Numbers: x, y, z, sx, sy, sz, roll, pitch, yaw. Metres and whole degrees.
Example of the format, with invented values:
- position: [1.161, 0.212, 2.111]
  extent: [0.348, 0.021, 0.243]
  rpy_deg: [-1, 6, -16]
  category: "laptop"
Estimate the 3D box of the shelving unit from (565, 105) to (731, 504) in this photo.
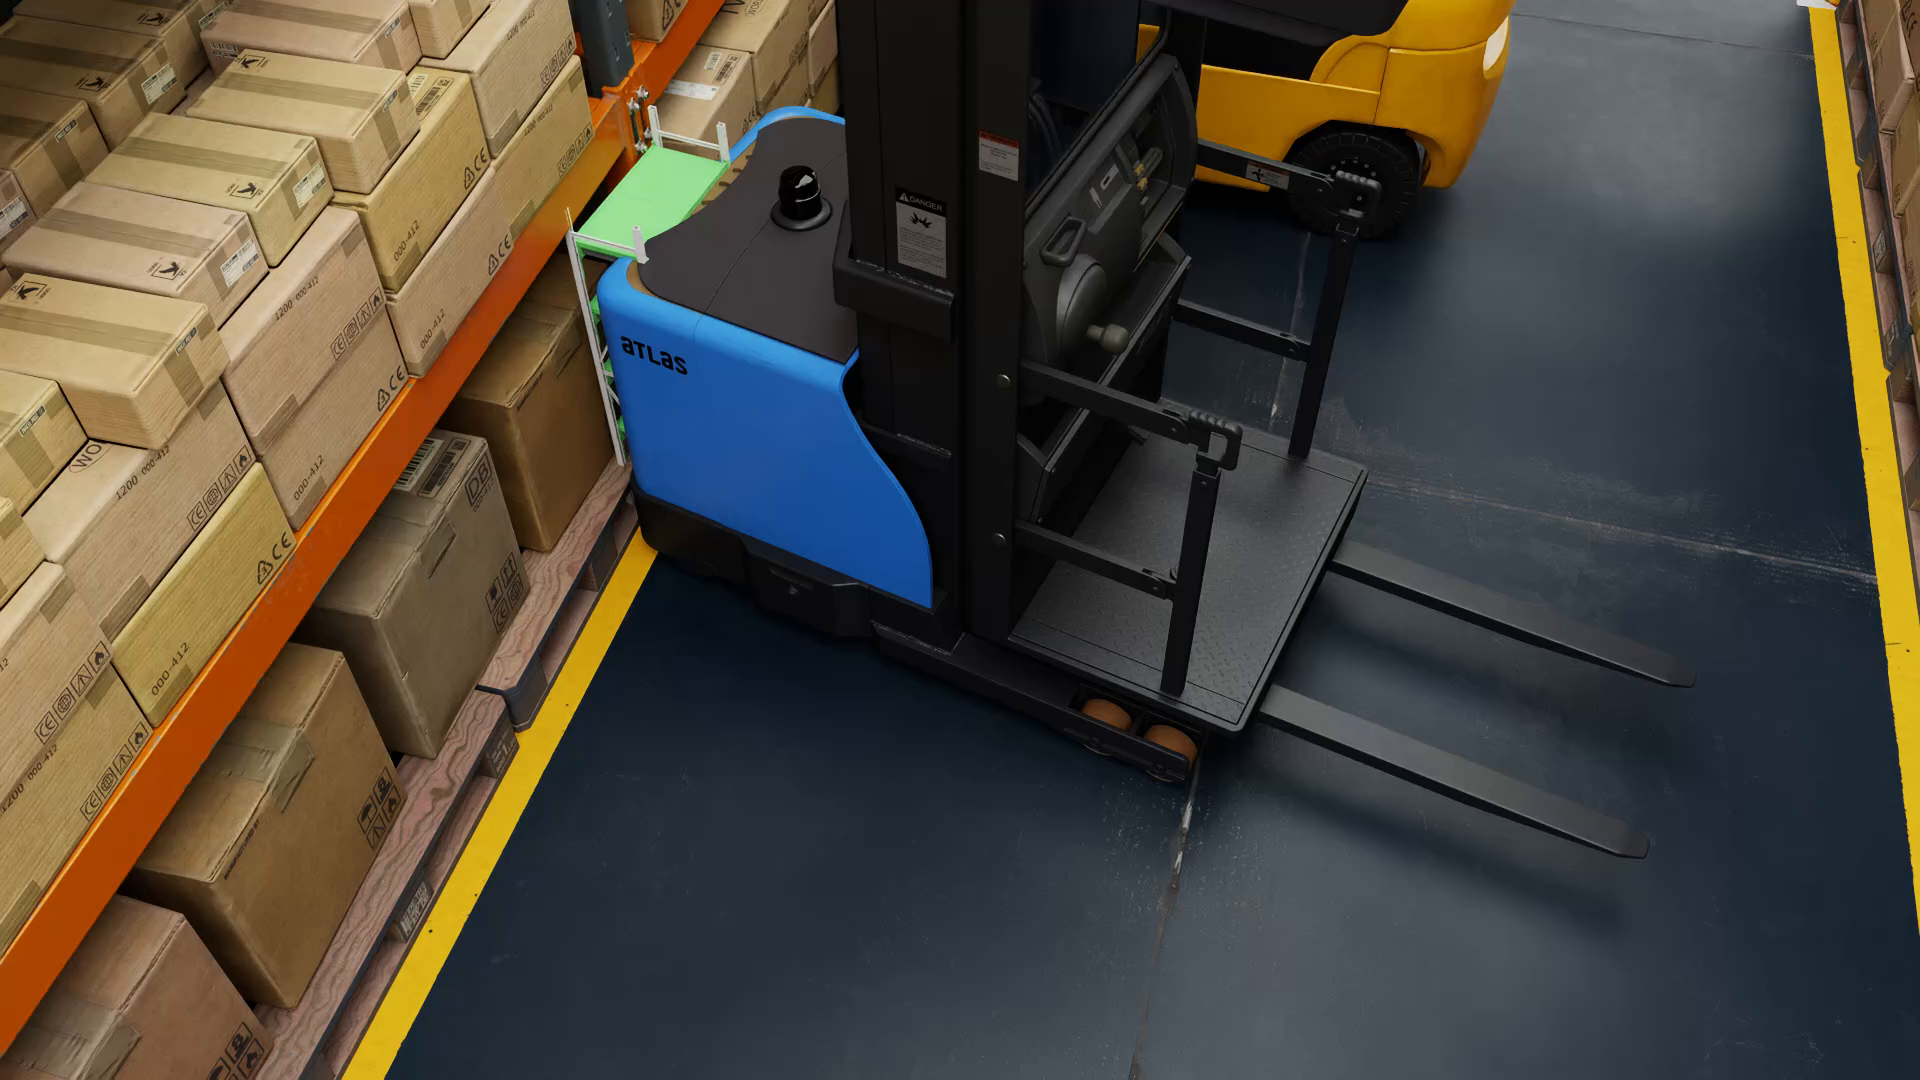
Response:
- position: [-0.862, -0.635, 5.003]
  extent: [0.258, 1.200, 0.503]
  rpy_deg: [17, 52, 14]
  category: "shelving unit"

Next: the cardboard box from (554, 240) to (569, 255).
- position: [-1.476, -1.129, 5.800]
  extent: [0.500, 0.250, 0.500]
  rpy_deg: [12, 50, 10]
  category: "cardboard box"

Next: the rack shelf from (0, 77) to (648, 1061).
- position: [-1.935, 0.175, 3.574]
  extent: [1.077, 0.370, 4.000]
  rpy_deg: [12, 50, 10]
  category: "rack shelf"

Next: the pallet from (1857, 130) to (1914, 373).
- position: [3.843, -0.988, 5.981]
  extent: [1.003, 0.211, 1.213]
  rpy_deg: [12, 50, 10]
  category: "pallet"

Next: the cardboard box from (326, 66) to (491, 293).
- position: [-1.420, -0.846, 3.762]
  extent: [0.500, 0.250, 0.500]
  rpy_deg: [10, 49, 9]
  category: "cardboard box"

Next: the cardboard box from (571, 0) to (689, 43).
- position: [-1.040, -1.812, 4.782]
  extent: [0.500, 0.500, 0.500]
  rpy_deg: [10, 49, 9]
  category: "cardboard box"

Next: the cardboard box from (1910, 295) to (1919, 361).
- position: [3.408, -0.629, 5.359]
  extent: [0.500, 0.250, 0.500]
  rpy_deg: [10, 49, 9]
  category: "cardboard box"

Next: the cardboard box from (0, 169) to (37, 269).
- position: [-2.095, -0.633, 3.309]
  extent: [0.380, 0.149, 0.250]
  rpy_deg: [11, 50, 10]
  category: "cardboard box"

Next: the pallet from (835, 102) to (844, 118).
- position: [-0.840, -2.039, 6.908]
  extent: [1.003, 0.211, 1.213]
  rpy_deg: [12, 50, 10]
  category: "pallet"

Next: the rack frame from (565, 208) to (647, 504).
- position: [-0.952, -0.462, 4.856]
  extent: [0.240, 1.200, 0.015]
  rpy_deg: [17, 52, 14]
  category: "rack frame"

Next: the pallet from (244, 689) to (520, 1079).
- position: [-1.884, 0.839, 4.368]
  extent: [1.003, 0.211, 1.213]
  rpy_deg: [12, 50, 10]
  category: "pallet"

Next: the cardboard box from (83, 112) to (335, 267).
- position: [-1.521, -0.716, 3.382]
  extent: [0.380, 0.149, 0.250]
  rpy_deg: [10, 49, 9]
  category: "cardboard box"

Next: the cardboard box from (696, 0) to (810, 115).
- position: [-0.834, -1.725, 5.659]
  extent: [0.500, 0.250, 0.500]
  rpy_deg: [12, 50, 10]
  category: "cardboard box"

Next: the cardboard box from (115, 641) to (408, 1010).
- position: [-1.943, 0.621, 4.005]
  extent: [0.875, 0.625, 0.625]
  rpy_deg: [10, 49, 8]
  category: "cardboard box"

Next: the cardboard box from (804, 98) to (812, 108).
- position: [-0.843, -1.393, 6.033]
  extent: [0.500, 0.250, 0.500]
  rpy_deg: [11, 49, 9]
  category: "cardboard box"

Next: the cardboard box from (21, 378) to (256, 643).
- position: [-1.711, -0.116, 3.118]
  extent: [0.500, 0.250, 0.500]
  rpy_deg: [12, 50, 11]
  category: "cardboard box"

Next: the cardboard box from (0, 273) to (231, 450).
- position: [-1.587, -0.329, 3.040]
  extent: [0.380, 0.149, 0.250]
  rpy_deg: [10, 49, 9]
  category: "cardboard box"

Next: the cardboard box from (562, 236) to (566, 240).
- position: [-1.478, -1.296, 5.614]
  extent: [0.500, 0.250, 0.500]
  rpy_deg: [11, 49, 9]
  category: "cardboard box"

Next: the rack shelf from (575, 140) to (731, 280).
- position: [-0.863, -0.905, 4.687]
  extent: [0.258, 0.148, 0.480]
  rpy_deg: [17, 52, 14]
  category: "rack shelf"

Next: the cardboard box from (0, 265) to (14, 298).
- position: [-2.078, -0.578, 3.526]
  extent: [0.500, 0.250, 0.500]
  rpy_deg: [10, 49, 9]
  category: "cardboard box"

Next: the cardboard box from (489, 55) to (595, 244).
- position: [-1.289, -1.043, 4.270]
  extent: [0.500, 0.250, 0.500]
  rpy_deg: [13, 50, 11]
  category: "cardboard box"

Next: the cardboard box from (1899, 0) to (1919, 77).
- position: [3.815, -1.978, 6.048]
  extent: [0.500, 0.500, 0.500]
  rpy_deg: [10, 49, 9]
  category: "cardboard box"

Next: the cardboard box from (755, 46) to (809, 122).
- position: [-0.853, -1.557, 5.844]
  extent: [0.500, 0.250, 0.500]
  rpy_deg: [11, 50, 10]
  category: "cardboard box"

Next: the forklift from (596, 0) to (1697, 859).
- position: [0.555, -0.754, 3.961]
  extent: [3.031, 2.935, 1.130]
  rpy_deg: [21, 52, 18]
  category: "forklift"

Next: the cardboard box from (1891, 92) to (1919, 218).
- position: [3.682, -1.361, 6.004]
  extent: [0.500, 0.250, 0.500]
  rpy_deg: [15, 50, 13]
  category: "cardboard box"

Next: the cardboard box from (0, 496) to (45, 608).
- position: [-1.764, 0.028, 2.725]
  extent: [0.380, 0.149, 0.250]
  rpy_deg: [13, 50, 11]
  category: "cardboard box"

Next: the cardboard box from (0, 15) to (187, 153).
- position: [-1.943, -0.992, 3.625]
  extent: [0.380, 0.149, 0.250]
  rpy_deg: [11, 50, 10]
  category: "cardboard box"

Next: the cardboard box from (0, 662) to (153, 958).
- position: [-1.843, 0.424, 2.975]
  extent: [0.500, 0.250, 0.500]
  rpy_deg: [10, 49, 9]
  category: "cardboard box"

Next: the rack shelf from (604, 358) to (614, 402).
- position: [-0.861, -0.593, 5.052]
  extent: [0.258, 0.148, 0.480]
  rpy_deg: [17, 52, 14]
  category: "rack shelf"

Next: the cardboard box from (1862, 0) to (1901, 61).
- position: [3.955, -2.126, 6.679]
  extent: [0.500, 0.250, 0.500]
  rpy_deg: [11, 50, 10]
  category: "cardboard box"

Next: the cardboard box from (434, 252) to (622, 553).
- position: [-1.535, -0.483, 4.979]
  extent: [0.875, 0.625, 0.625]
  rpy_deg: [14, 50, 12]
  category: "cardboard box"

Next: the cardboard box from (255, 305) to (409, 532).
- position: [-1.576, -0.326, 3.637]
  extent: [0.500, 0.250, 0.500]
  rpy_deg: [12, 50, 10]
  category: "cardboard box"

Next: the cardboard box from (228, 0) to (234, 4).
- position: [-1.829, -1.361, 3.952]
  extent: [0.380, 0.149, 0.250]
  rpy_deg: [10, 49, 9]
  category: "cardboard box"

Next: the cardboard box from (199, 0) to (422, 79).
- position: [-1.450, -1.109, 3.729]
  extent: [0.380, 0.149, 0.250]
  rpy_deg: [12, 50, 10]
  category: "cardboard box"

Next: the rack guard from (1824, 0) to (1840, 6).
- position: [4.414, -2.544, 7.161]
  extent: [1.175, 0.500, 0.348]
  rpy_deg: [12, 50, 10]
  category: "rack guard"
